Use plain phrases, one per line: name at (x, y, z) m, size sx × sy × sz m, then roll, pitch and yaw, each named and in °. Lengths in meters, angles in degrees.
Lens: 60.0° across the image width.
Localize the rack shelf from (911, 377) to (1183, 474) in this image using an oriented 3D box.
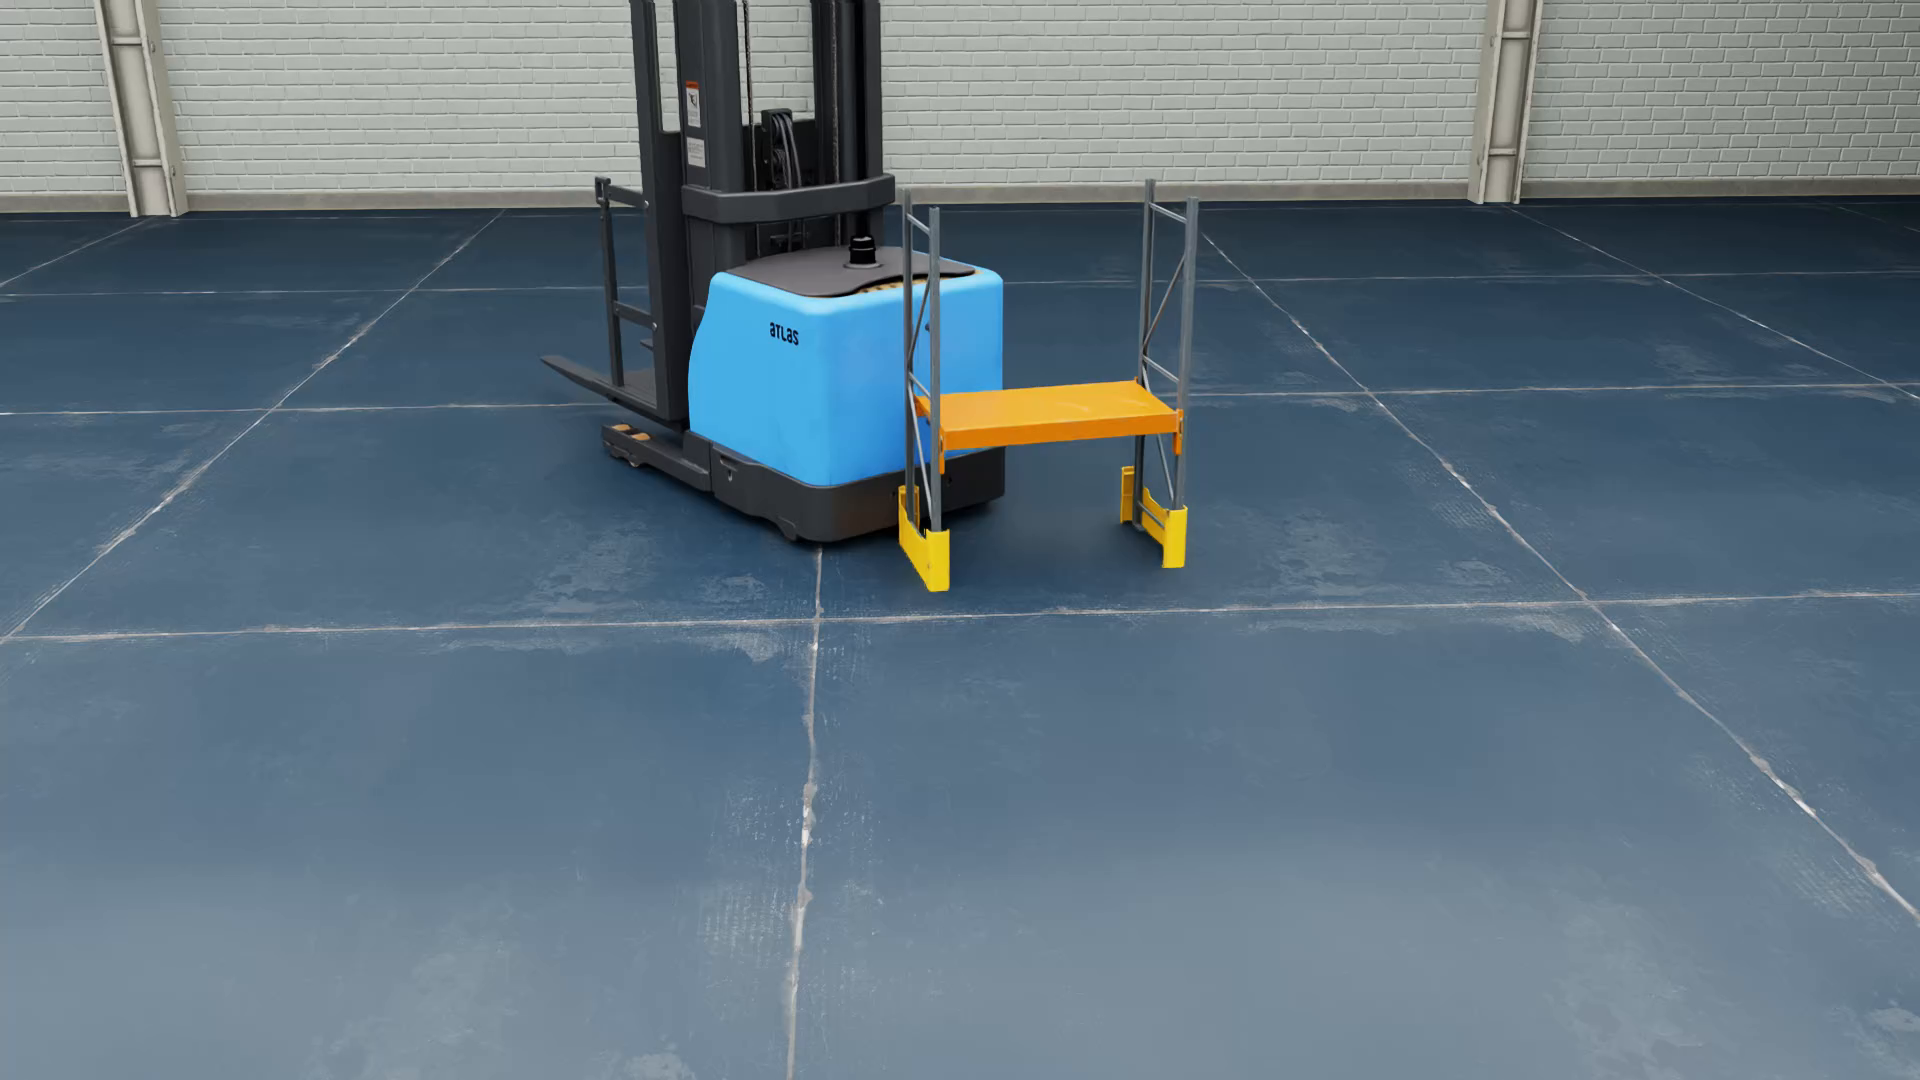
rack shelf at (0.340, -0.474, 6.765) m, size 1.000 × 0.185 × 0.538 m, roll -5°, pitch 21°, yaw -14°

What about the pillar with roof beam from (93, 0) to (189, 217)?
pillar with roof beam at (-6.820, -5.562, 9.082) m, size 0.400 × 9.000 × 9.100 m, roll -1°, pitch 21°, yaw -3°

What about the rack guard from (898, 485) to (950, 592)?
rack guard at (-0.150, -0.013, 6.804) m, size 0.087 × 0.250 × 0.587 m, roll -5°, pitch 21°, yaw -14°

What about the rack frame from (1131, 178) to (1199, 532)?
rack frame at (0.832, -0.688, 6.821) m, size 0.032 × 1.500 × 0.500 m, roll -5°, pitch 21°, yaw -14°

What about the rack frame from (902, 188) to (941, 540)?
rack frame at (-0.152, -0.597, 6.581) m, size 0.032 × 1.500 × 0.500 m, roll -5°, pitch 21°, yaw -14°

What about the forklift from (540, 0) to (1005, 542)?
forklift at (-1.106, -1.817, 7.773) m, size 1.130 × 2.935 × 3.031 m, roll -16°, pitch 26°, yaw -35°

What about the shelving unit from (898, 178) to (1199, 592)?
shelving unit at (0.331, -0.642, 6.699) m, size 1.083 × 1.500 × 0.587 m, roll -5°, pitch 21°, yaw -14°

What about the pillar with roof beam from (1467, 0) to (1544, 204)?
pillar with roof beam at (5.160, -5.806, 9.722) m, size 0.400 × 9.000 × 9.100 m, roll -1°, pitch 21°, yaw -3°

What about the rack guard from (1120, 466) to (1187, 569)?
rack guard at (0.813, -0.102, 7.038) m, size 0.087 × 0.250 × 0.587 m, roll -5°, pitch 21°, yaw -14°
